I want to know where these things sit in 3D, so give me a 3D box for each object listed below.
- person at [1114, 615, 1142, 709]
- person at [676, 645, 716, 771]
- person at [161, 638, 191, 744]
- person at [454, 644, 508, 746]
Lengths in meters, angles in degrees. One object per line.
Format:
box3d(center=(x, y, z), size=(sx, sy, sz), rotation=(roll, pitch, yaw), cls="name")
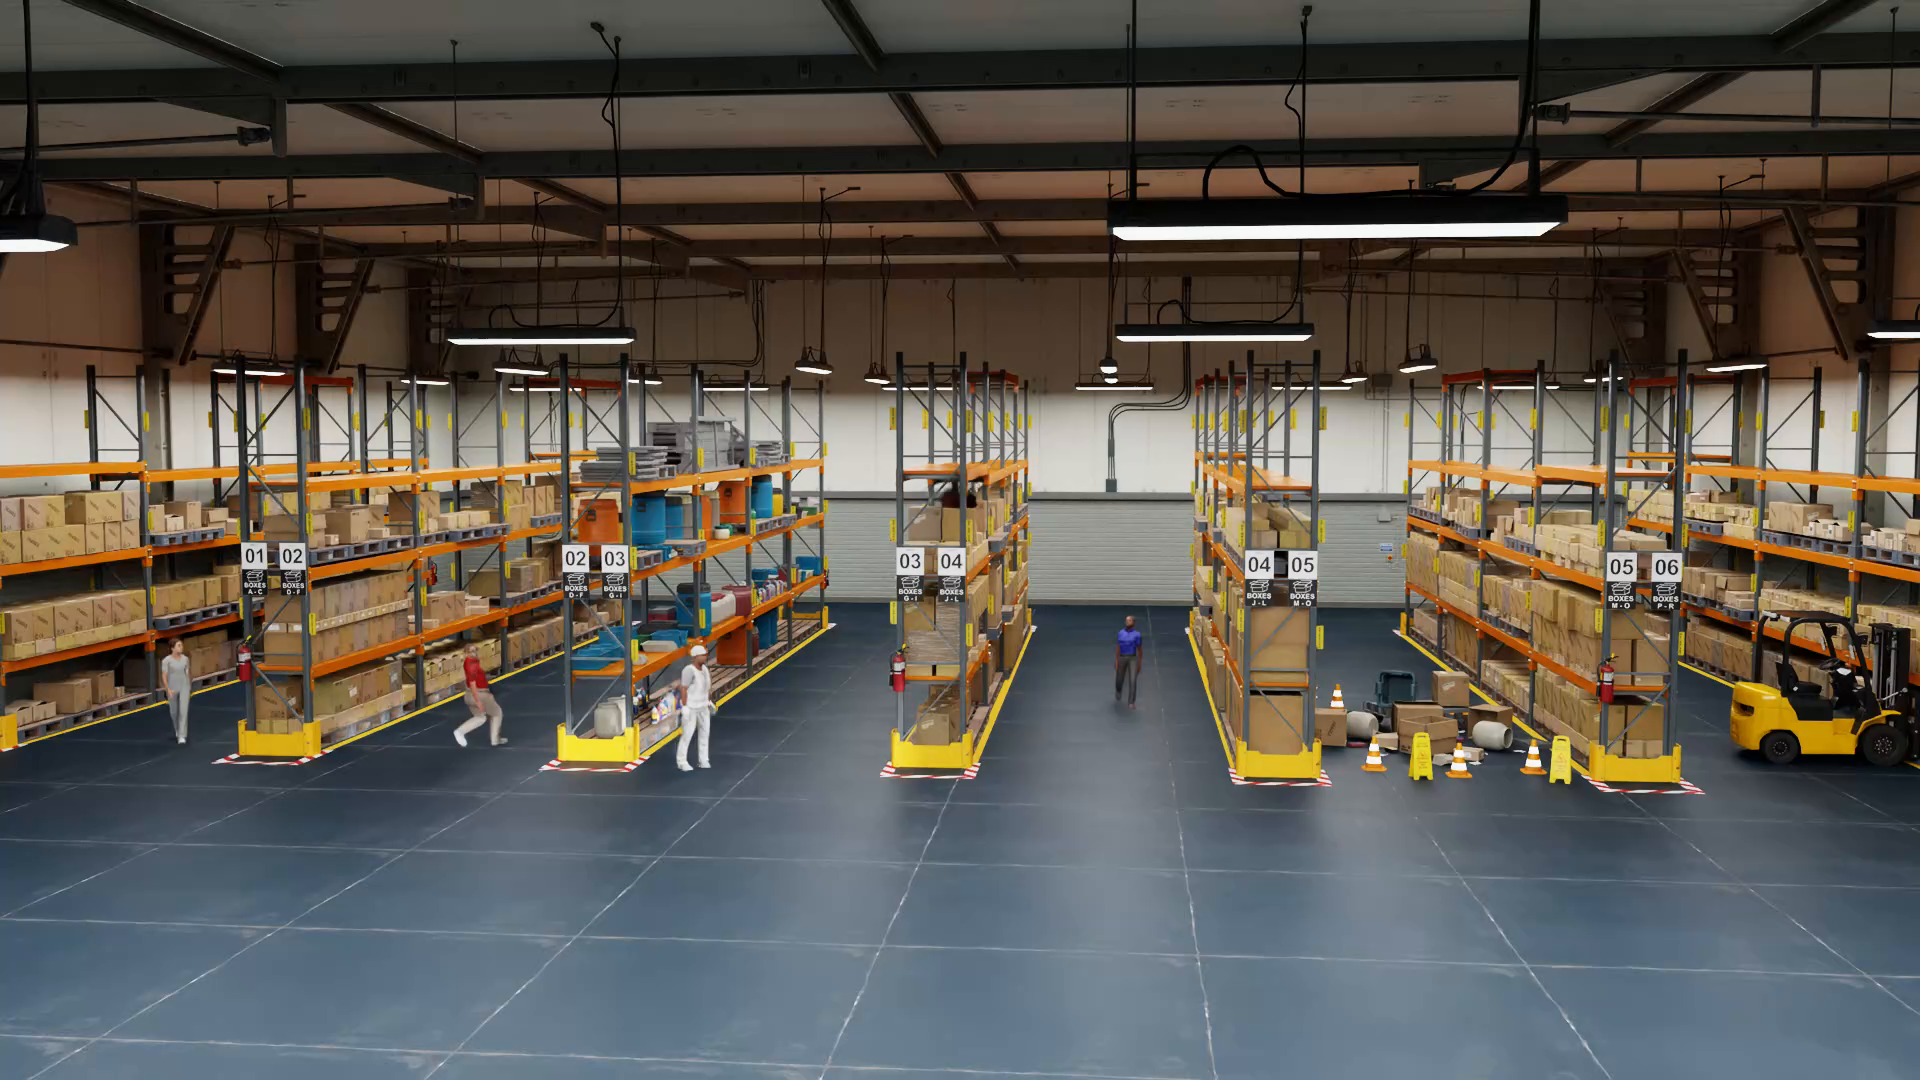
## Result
box3d(center=(2.940, 2.117, 29.078), size=(0.485, 1.615, 0.665), rotation=(0, 4, 3), cls="person")
box3d(center=(-3.797, 2.406, 23.981), size=(0.429, 1.785, 0.672), rotation=(2, 5, 30), cls="person")
box3d(center=(-12.219, 2.343, 25.947), size=(0.408, 1.623, 1.019), rotation=(-1, 4, -19), cls="person")
box3d(center=(-7.351, 2.382, 25.572), size=(0.871, 1.607, 0.545), rotation=(-3, 5, -39), cls="person")
